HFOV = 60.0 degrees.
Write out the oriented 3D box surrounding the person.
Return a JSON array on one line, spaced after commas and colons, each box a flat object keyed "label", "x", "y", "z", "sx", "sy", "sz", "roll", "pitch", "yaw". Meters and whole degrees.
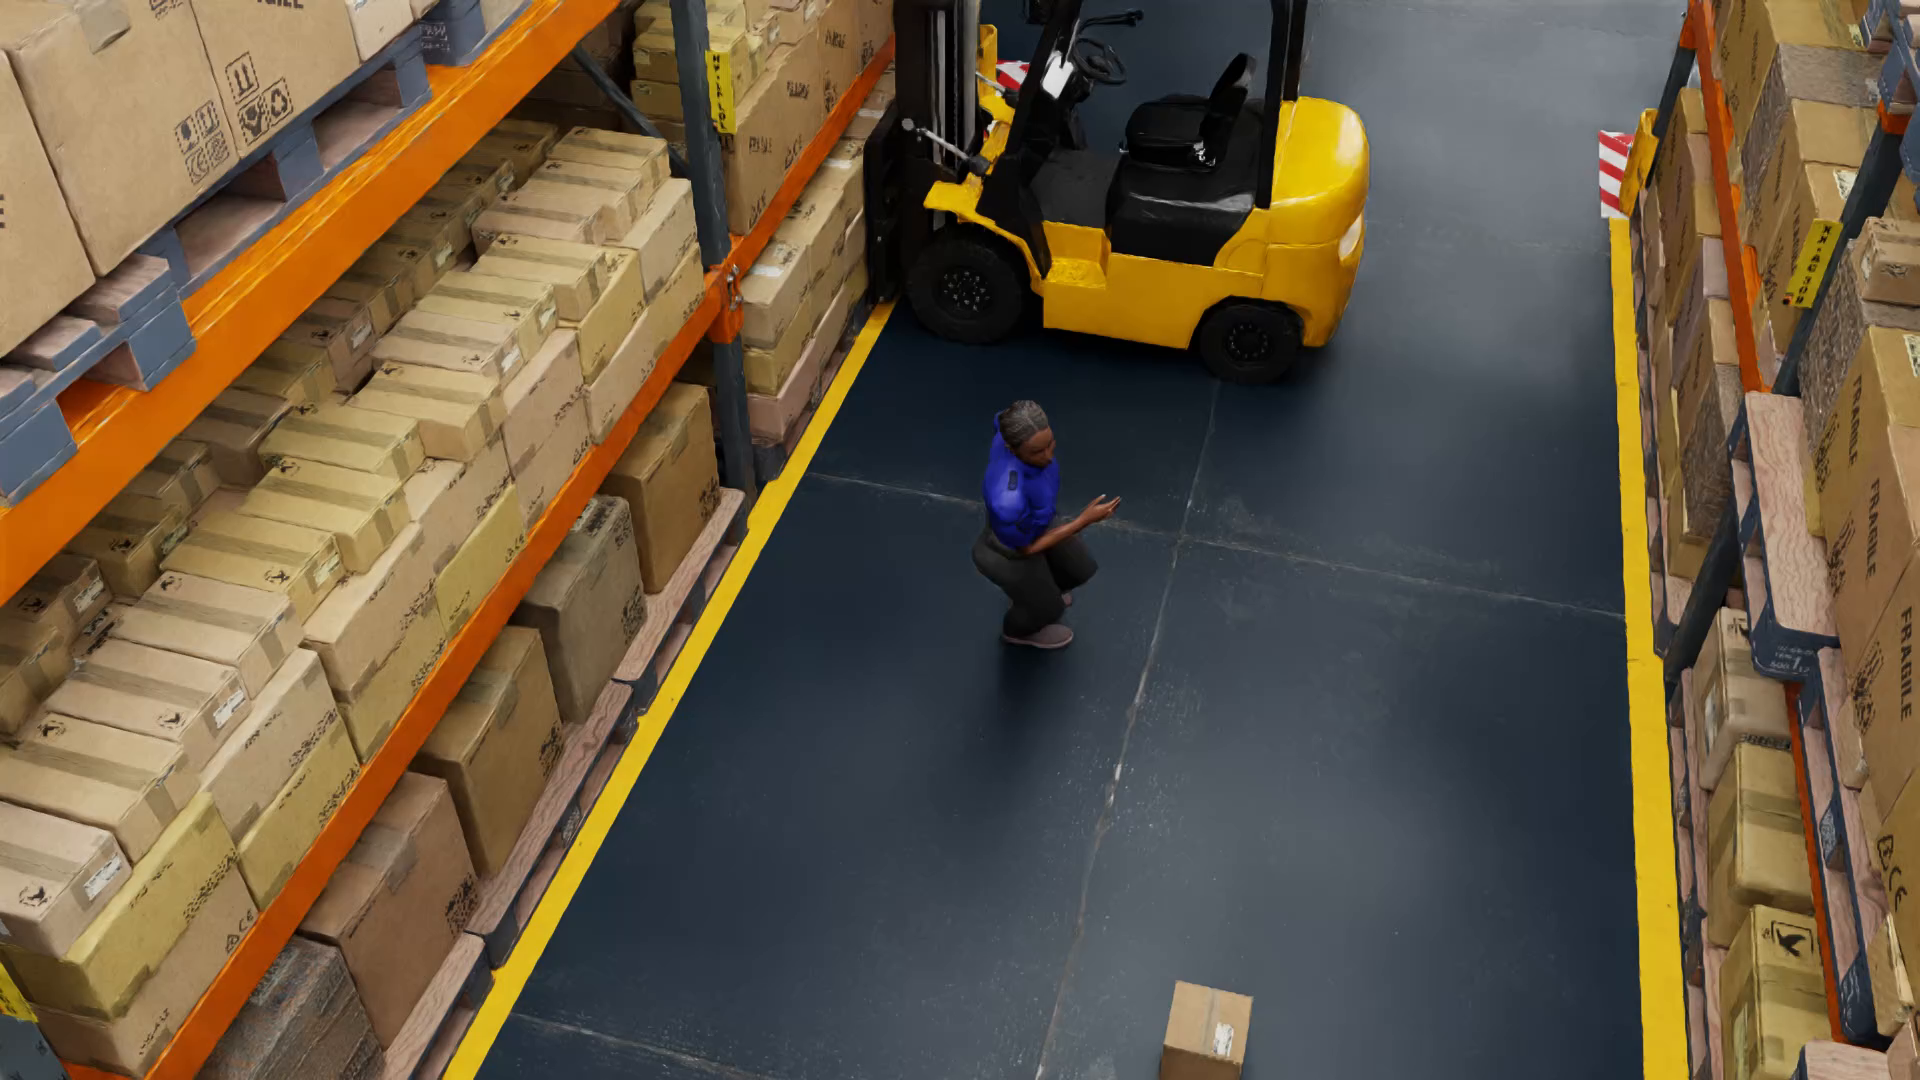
[{"label": "person", "x": 0.343, "y": -0.051, "z": 6.301, "sx": 0.527, "sy": 1.538, "sz": 0.857, "roll": 9, "pitch": 42, "yaw": 10}]
